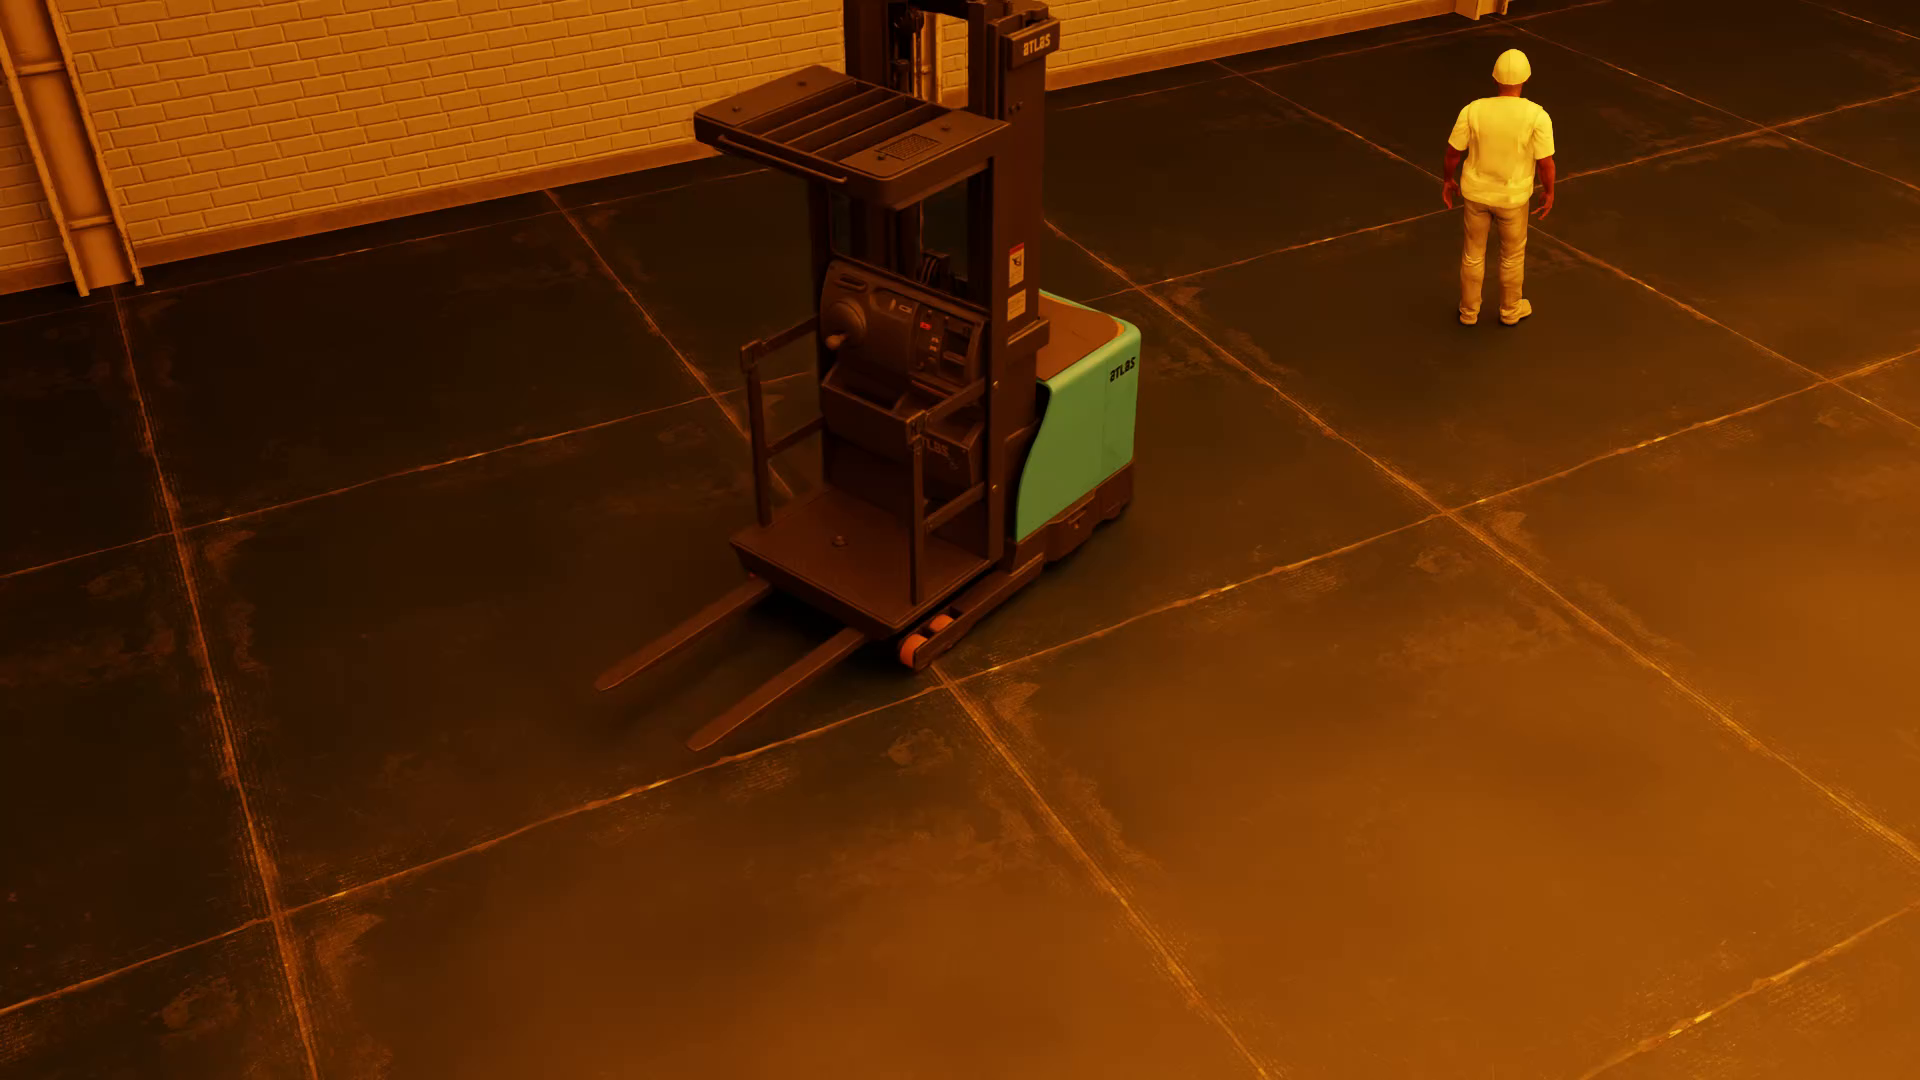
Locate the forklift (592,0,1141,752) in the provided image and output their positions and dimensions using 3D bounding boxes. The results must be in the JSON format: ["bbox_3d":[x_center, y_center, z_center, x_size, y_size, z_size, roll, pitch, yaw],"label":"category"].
[{"bbox_3d":[-0.405,-0.916,7.419,1.130,2.935,3.031,26,43,31],"label":"forklift"}]

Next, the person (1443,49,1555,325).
[{"bbox_3d":[3.295,-2.153,10.166,0.665,1.769,0.574,17,38,22],"label":"person"}]
